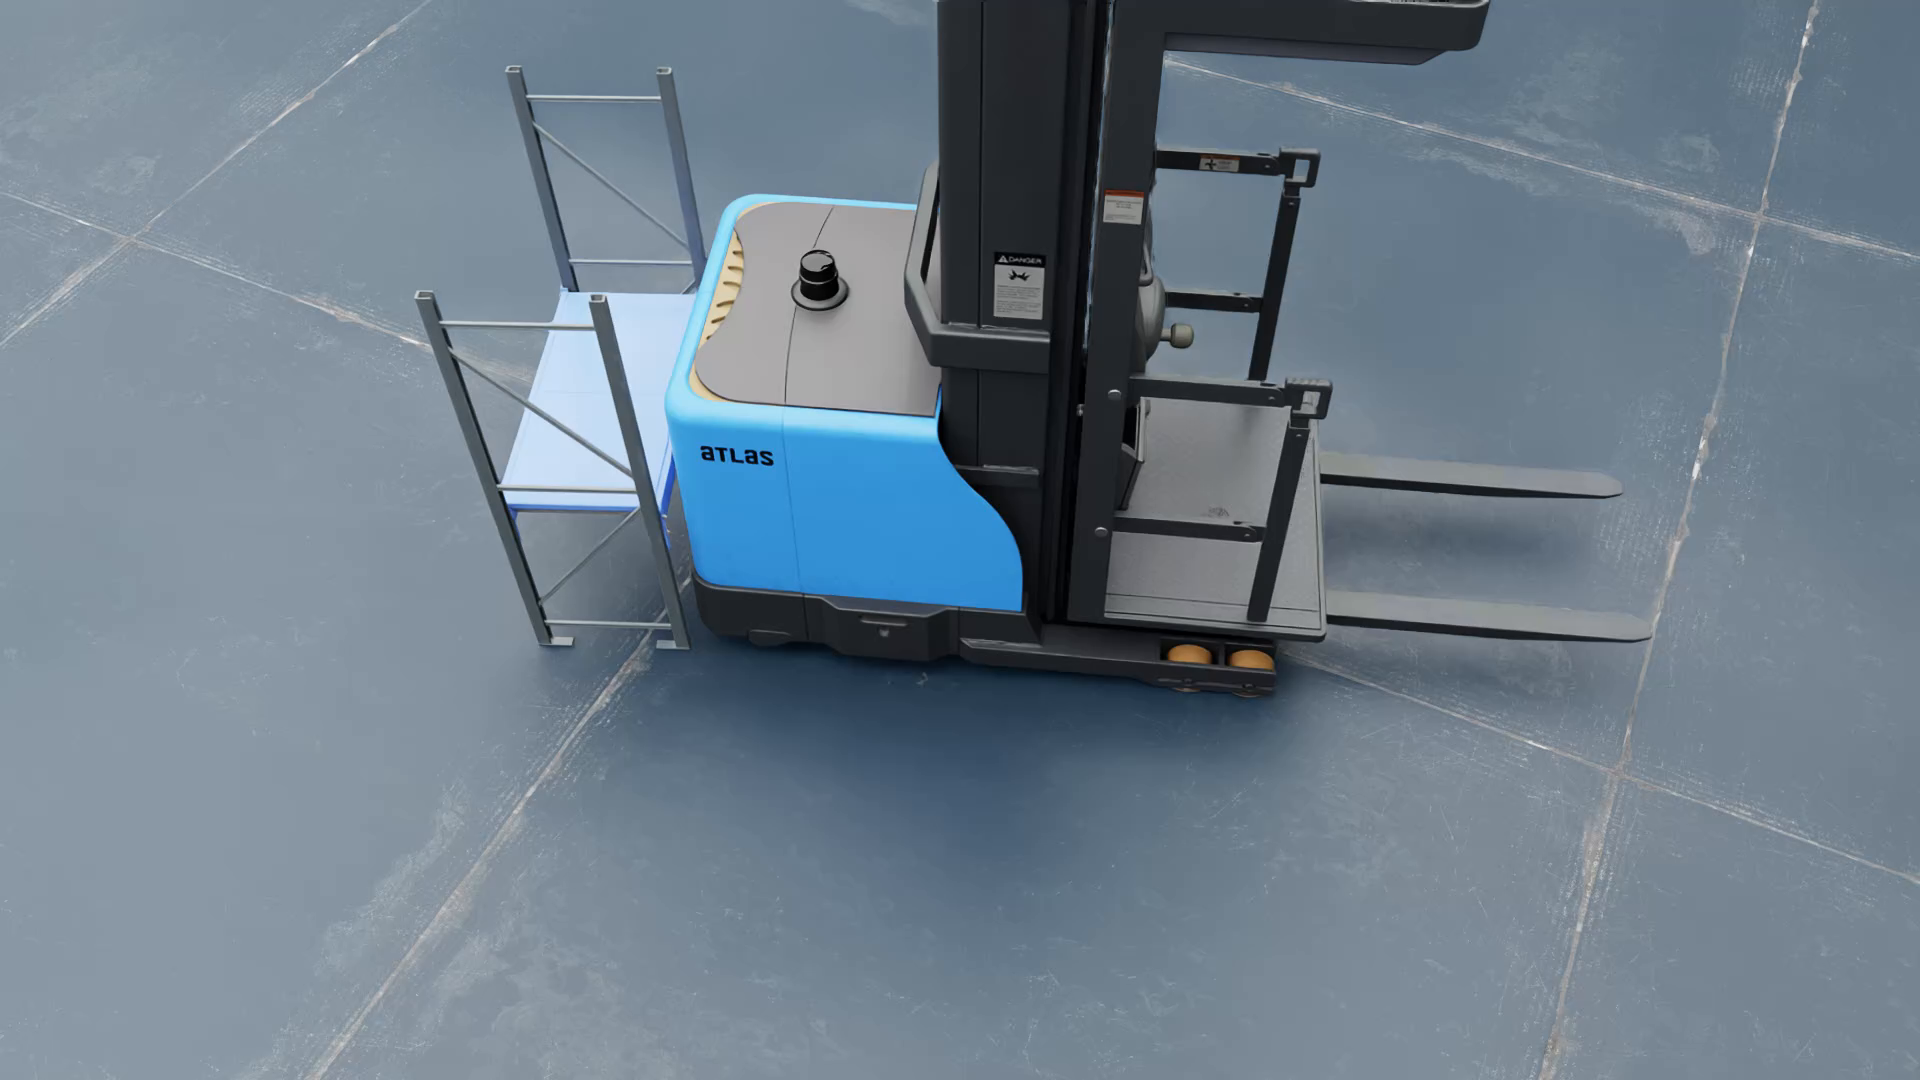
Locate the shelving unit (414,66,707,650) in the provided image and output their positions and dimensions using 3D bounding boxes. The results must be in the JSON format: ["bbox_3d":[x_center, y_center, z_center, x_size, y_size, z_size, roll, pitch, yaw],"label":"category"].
[{"bbox_3d":[-1.121,-0.533,5.211,0.538,1.500,1.048,2,50,3],"label":"shelving unit"}]

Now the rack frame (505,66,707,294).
[{"bbox_3d":[-1.093,-0.919,5.540,0.500,1.500,0.032,2,50,3],"label":"rack frame"}]

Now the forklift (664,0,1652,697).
[{"bbox_3d":[0.696,-0.876,4.571,3.031,2.935,1.130,5,50,4],"label":"forklift"}]

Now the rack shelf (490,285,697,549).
[{"bbox_3d":[-1.117,-0.416,5.348,0.538,0.185,1.000,2,50,3],"label":"rack shelf"}]

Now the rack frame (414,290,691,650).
[{"bbox_3d":[-1.149,-0.146,4.882,0.500,1.500,0.032,2,50,3],"label":"rack frame"}]
